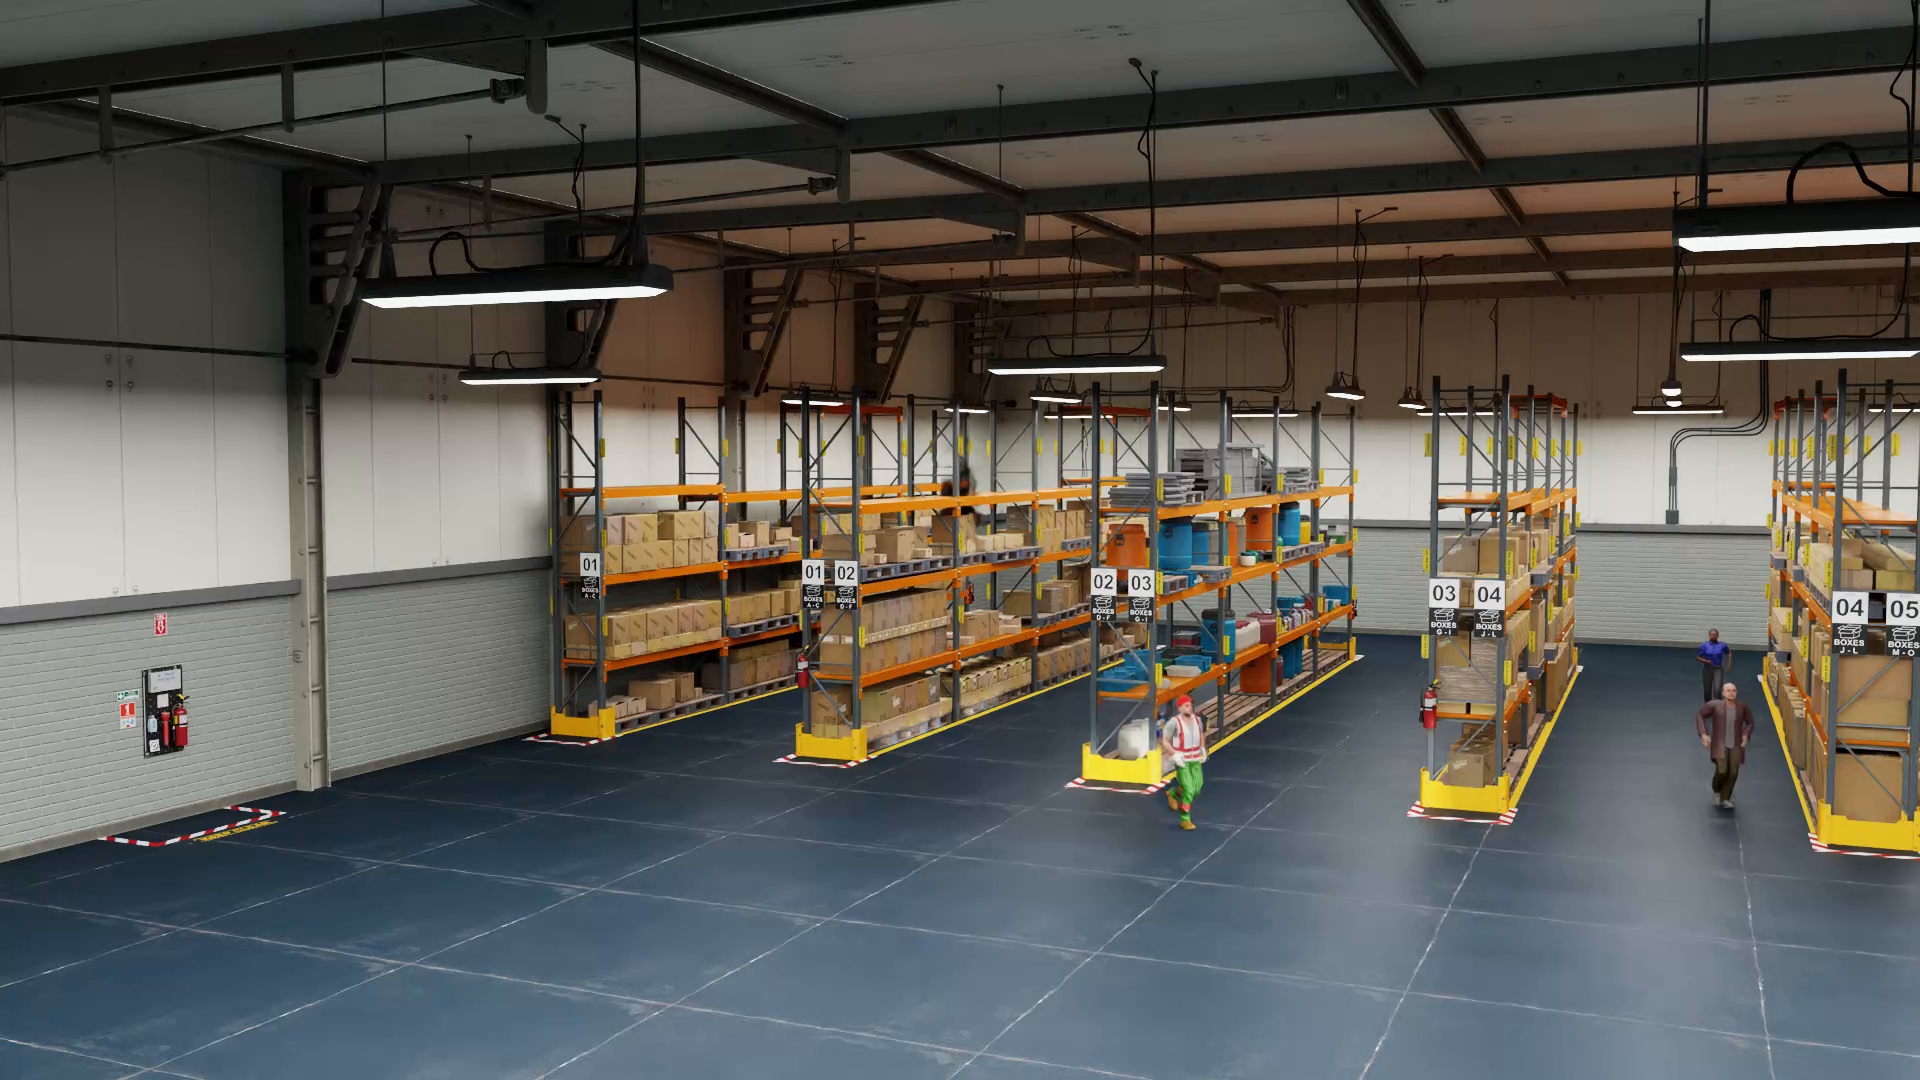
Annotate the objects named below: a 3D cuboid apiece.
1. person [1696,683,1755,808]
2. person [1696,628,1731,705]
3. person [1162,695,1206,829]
[{"bbox_3d":[10.634,2.855,23.061,0.739,1.742,0.548,1,3,13],"label":"person"},{"bbox_3d":[13.916,2.492,30.718,0.590,1.731,0.757,1,3,24],"label":"person"},{"bbox_3d":[2.942,2.913,22.029,0.667,1.760,0.664,-2,4,-28],"label":"person"}]
